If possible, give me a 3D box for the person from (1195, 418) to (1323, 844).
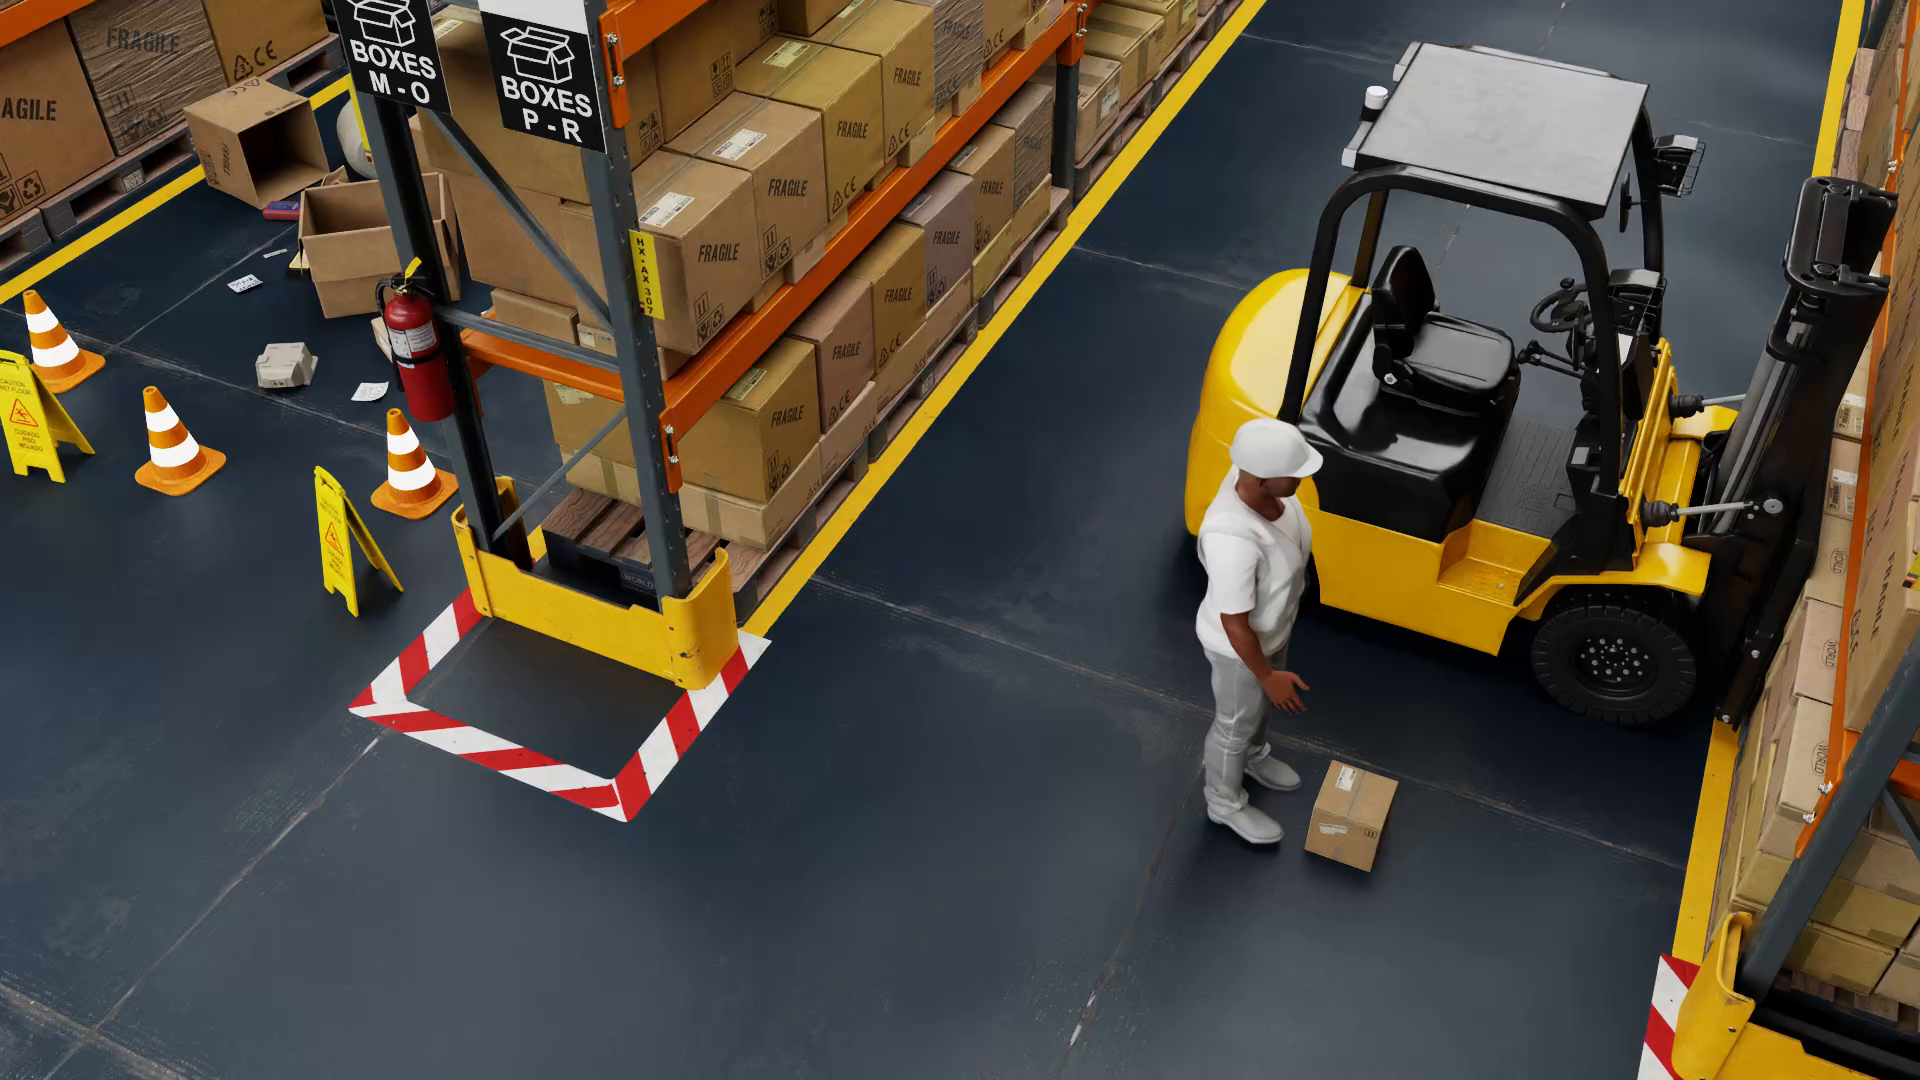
[{"bbox_3d":[1.045,0.320,5.770,0.474,1.786,0.583,18,45,19],"label":"person"}]
